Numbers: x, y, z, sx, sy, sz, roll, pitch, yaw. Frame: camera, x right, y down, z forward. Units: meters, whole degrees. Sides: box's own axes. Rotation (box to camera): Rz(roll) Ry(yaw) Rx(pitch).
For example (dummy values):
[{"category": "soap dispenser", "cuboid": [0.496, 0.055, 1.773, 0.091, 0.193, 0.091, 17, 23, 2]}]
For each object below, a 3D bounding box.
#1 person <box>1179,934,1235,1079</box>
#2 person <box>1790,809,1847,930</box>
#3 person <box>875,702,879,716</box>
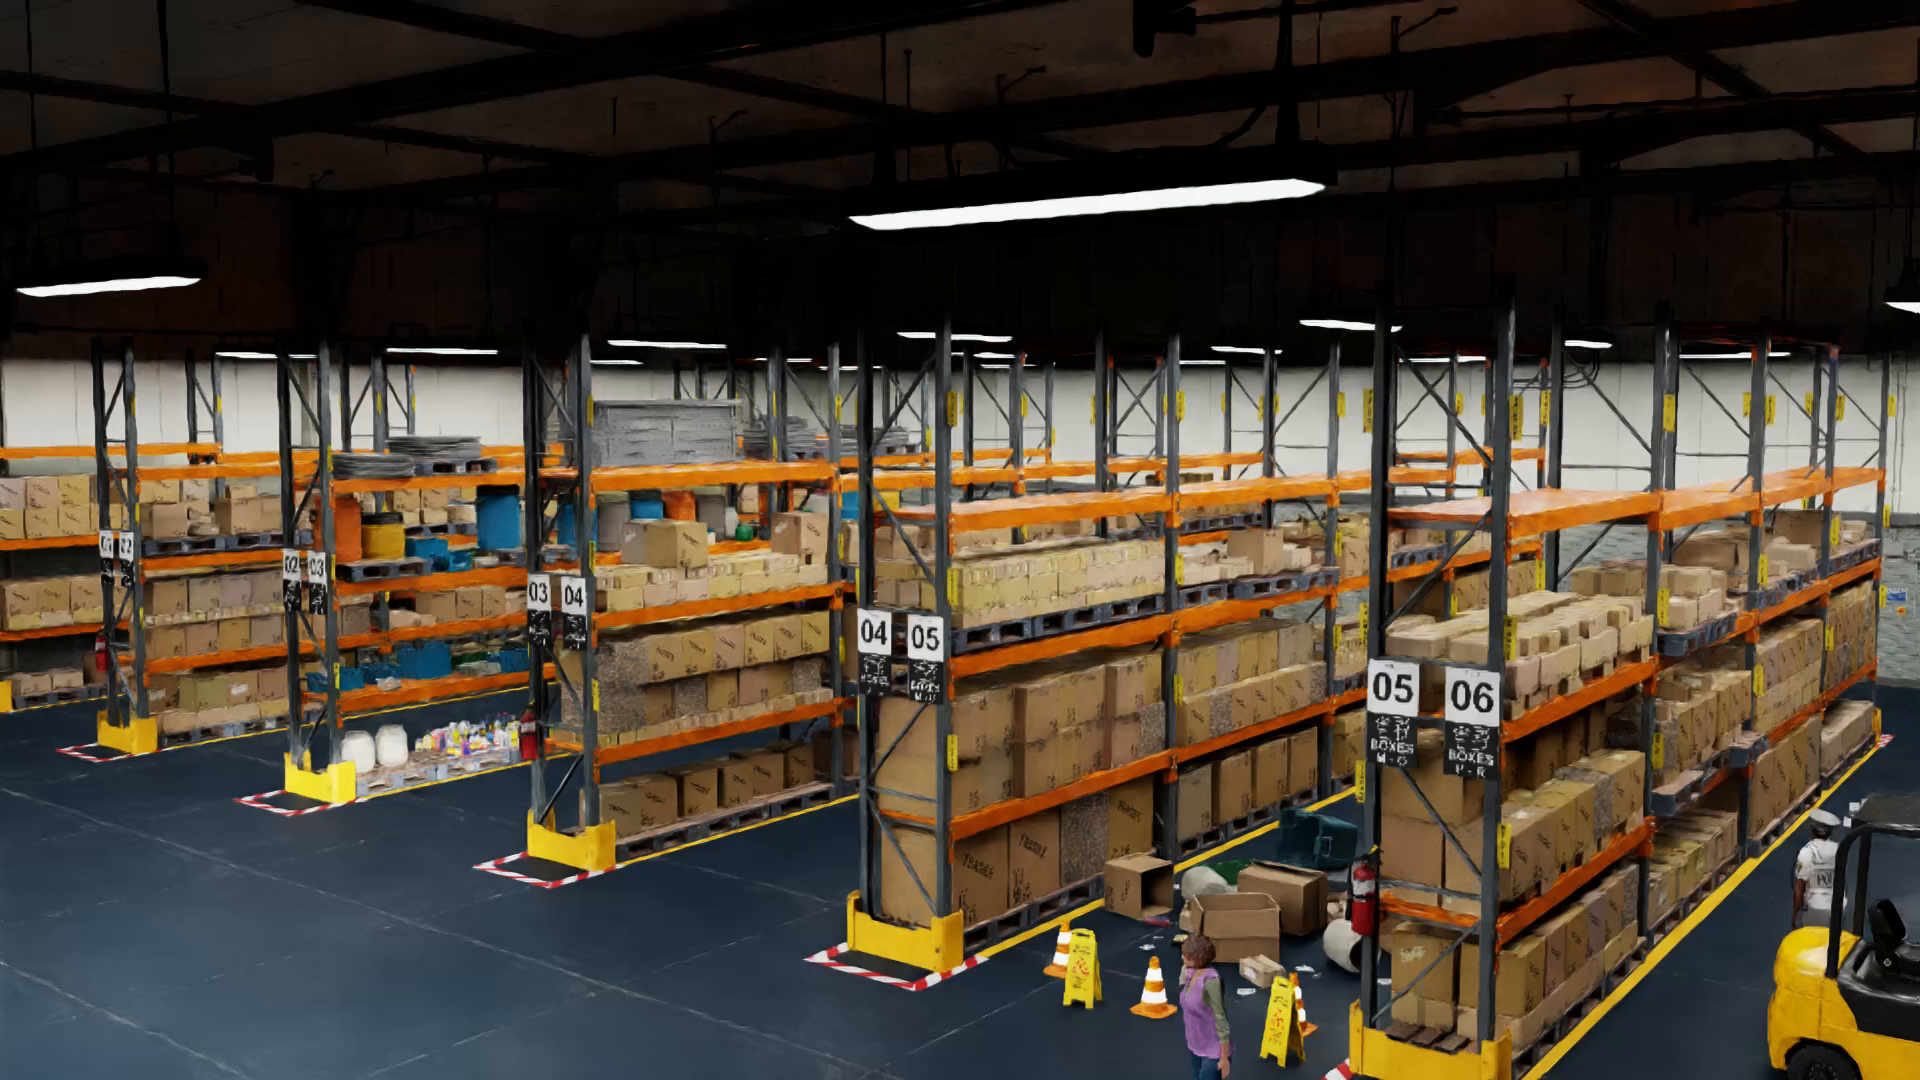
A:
[{"category": "person", "cuboid": [1.725, 3.412, 11.090, 0.488, 1.590, 0.476, -1, 5, -14]}, {"category": "person", "cuboid": [7.206, 3.105, 13.984, 0.574, 1.665, 0.551, -2, 5, -21]}, {"category": "person", "cuboid": [-1.303, 2.198, 24.798, 0.448, 1.590, 1.110, 4, 6, 40]}]
